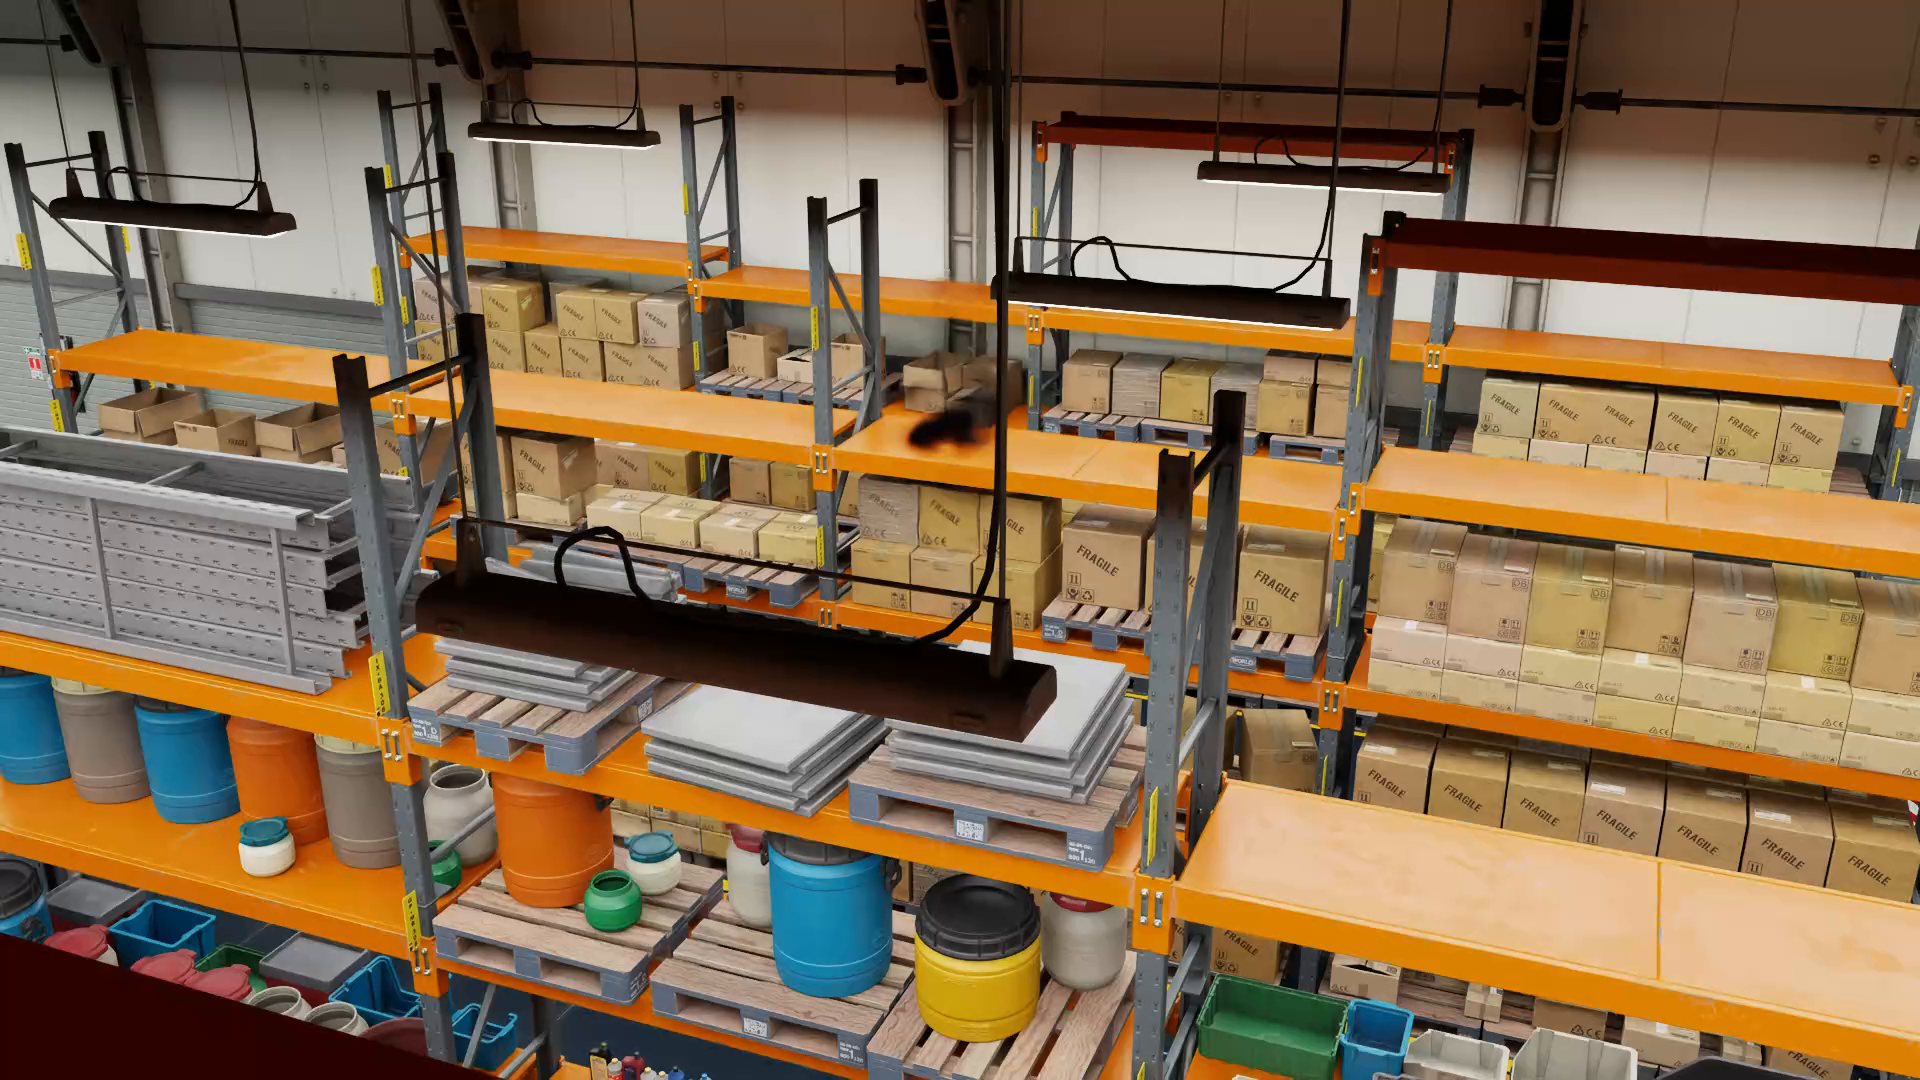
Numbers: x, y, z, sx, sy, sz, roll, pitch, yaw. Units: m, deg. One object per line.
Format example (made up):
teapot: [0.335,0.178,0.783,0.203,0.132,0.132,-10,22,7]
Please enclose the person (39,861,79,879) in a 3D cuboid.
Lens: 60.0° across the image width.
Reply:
person: [-7.432,2.443,13.659,0.721,1.631,0.576,3,21,9]
